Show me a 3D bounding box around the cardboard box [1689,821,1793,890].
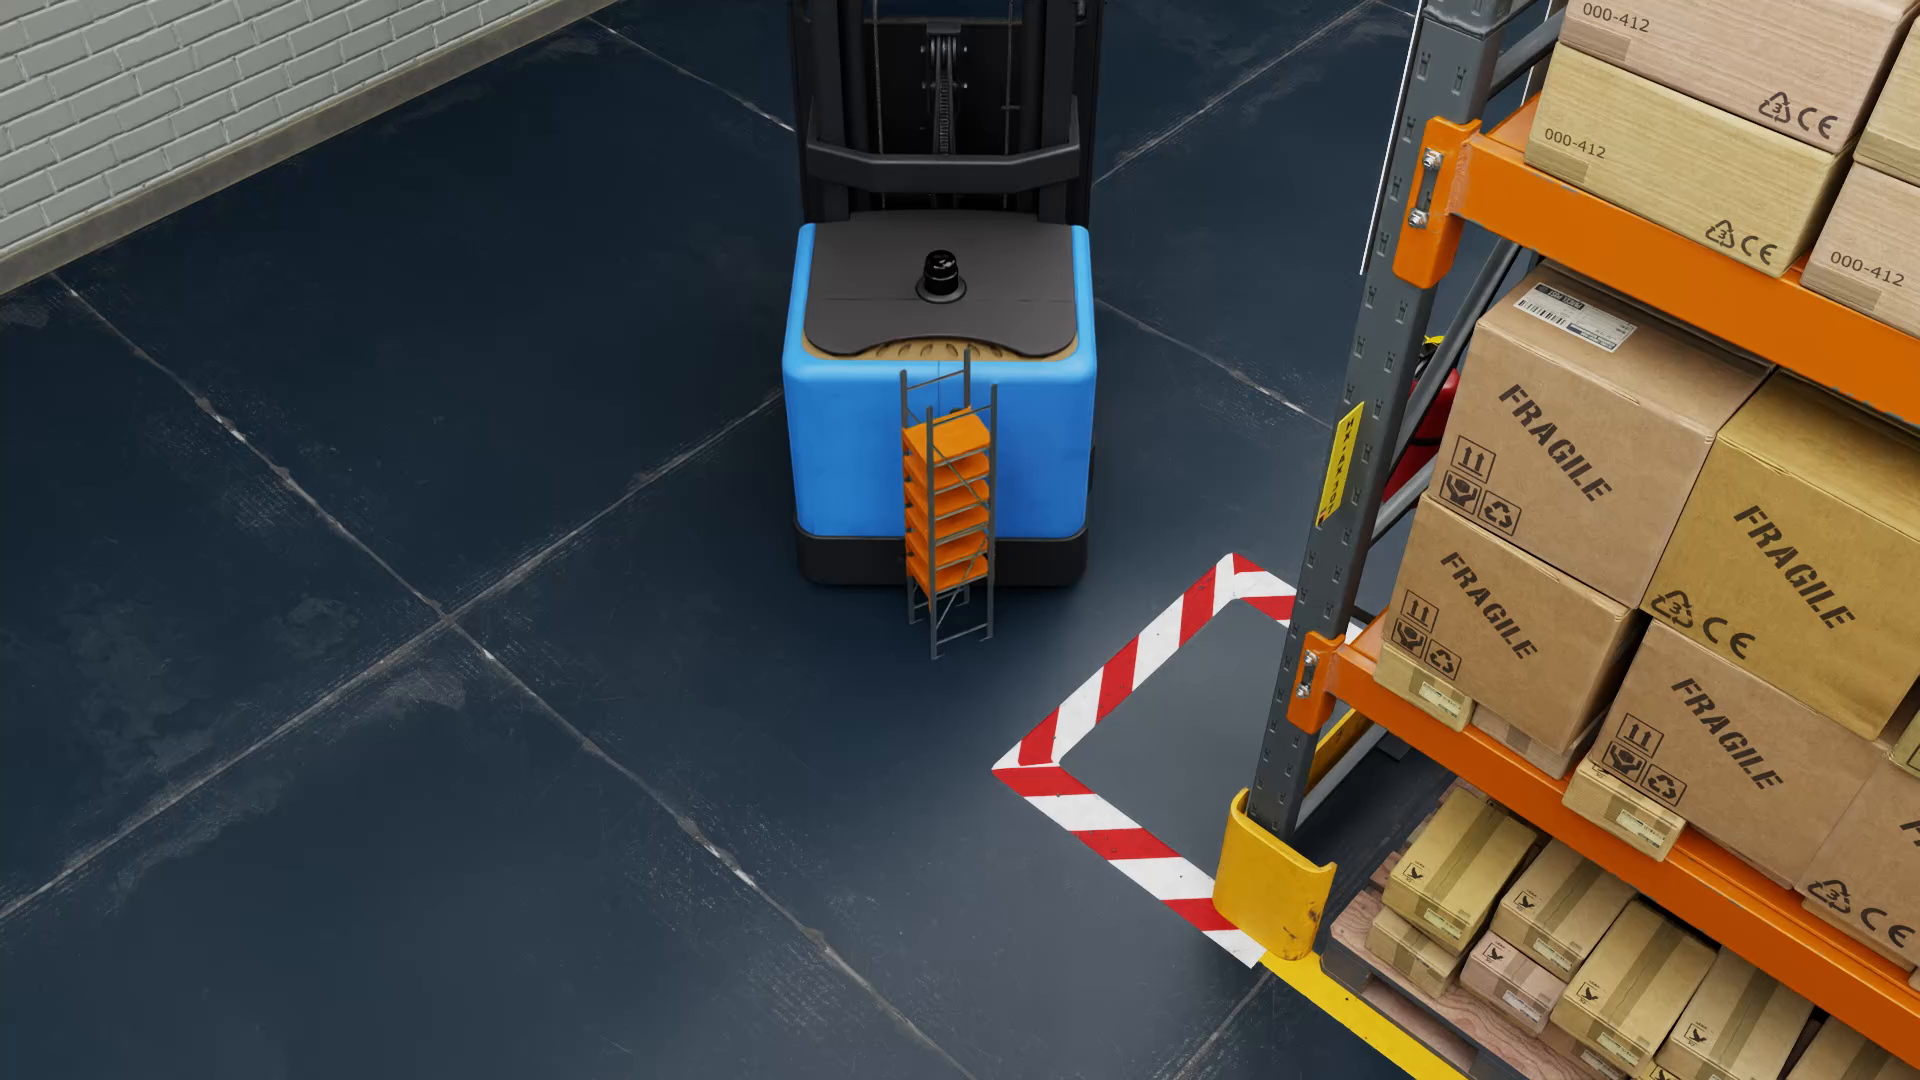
[{"bbox_3d":[1.902,0.578,3.822,0.380,0.149,0.250,-36,56,-29],"label":"cardboard box"}]

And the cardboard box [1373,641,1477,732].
[{"bbox_3d":[1.242,0.258,4.123,0.250,0.149,0.380,34,55,27],"label":"cardboard box"}]

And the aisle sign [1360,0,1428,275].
[{"bbox_3d":[0.970,-0.929,3.282,0.004,0.787,0.394,34,55,28],"label":"aisle sign"}]

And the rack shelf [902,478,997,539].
[{"bbox_3d":[-0.034,-0.137,5.451,0.258,0.103,0.180,-20,50,-18],"label":"rack shelf"}]

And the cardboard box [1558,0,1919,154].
[{"bbox_3d":[1.380,-0.949,2.786,0.500,0.250,0.500,35,56,28],"label":"cardboard box"}]

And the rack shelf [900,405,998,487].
[{"bbox_3d":[-0.035,-0.301,5.276,0.258,0.103,0.180,-20,50,-18],"label":"rack shelf"}]

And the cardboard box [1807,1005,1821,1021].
[{"bbox_3d":[2.319,1.119,4.606,0.250,0.149,0.380,33,55,27],"label":"cardboard box"}]

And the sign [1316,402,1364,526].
[{"bbox_3d":[0.859,-0.169,3.758,0.005,0.325,0.100,34,55,28],"label":"sign"}]

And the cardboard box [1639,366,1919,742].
[{"bbox_3d":[1.752,-0.032,3.264,0.500,0.500,0.500,36,56,29],"label":"cardboard box"}]

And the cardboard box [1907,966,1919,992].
[{"bbox_3d":[2.247,0.862,3.555,0.250,0.149,0.380,33,55,27],"label":"cardboard box"}]

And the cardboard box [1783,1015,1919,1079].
[{"bbox_3d":[2.200,1.391,4.146,0.250,0.149,0.380,36,56,29],"label":"cardboard box"}]

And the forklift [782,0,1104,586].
[{"bbox_3d":[-0.048,-1.895,6.019,1.130,2.935,3.031,1,47,1],"label":"forklift"}]

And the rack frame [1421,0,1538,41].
[{"bbox_3d":[1.227,-2.217,2.159,0.127,3.000,1.000,34,55,28],"label":"rack frame"}]

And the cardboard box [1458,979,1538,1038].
[{"bbox_3d":[1.643,1.184,4.748,0.250,0.149,0.380,34,55,28],"label":"cardboard box"}]

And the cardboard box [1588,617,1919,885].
[{"bbox_3d":[1.780,0.321,3.618,0.500,0.500,0.500,34,55,28],"label":"cardboard box"}]

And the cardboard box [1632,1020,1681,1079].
[{"bbox_3d":[1.955,1.387,4.353,0.250,0.149,0.380,36,56,29],"label":"cardboard box"}]

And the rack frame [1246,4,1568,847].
[{"bbox_3d":[1.227,-0.164,4.346,0.127,3.000,1.000,34,55,28],"label":"rack frame"}]

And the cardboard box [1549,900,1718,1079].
[{"bbox_3d":[1.764,1.171,4.353,0.250,0.149,0.380,34,55,28],"label":"cardboard box"}]

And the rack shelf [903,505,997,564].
[{"bbox_3d":[-0.034,-0.055,5.538,0.258,0.103,0.180,-20,50,-18],"label":"rack shelf"}]

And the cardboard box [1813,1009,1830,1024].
[{"bbox_3d":[2.569,1.274,4.664,0.250,0.149,0.380,32,54,26],"label":"cardboard box"}]

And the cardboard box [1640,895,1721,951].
[{"bbox_3d":[2.148,1.066,4.859,0.250,0.149,0.380,34,55,28],"label":"cardboard box"}]

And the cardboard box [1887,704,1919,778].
[{"bbox_3d":[2.119,0.237,3.011,0.500,0.500,0.500,33,55,27],"label":"cardboard box"}]

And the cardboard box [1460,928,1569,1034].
[{"bbox_3d":[1.601,1.129,4.596,0.250,0.149,0.380,34,55,28],"label":"cardboard box"}]

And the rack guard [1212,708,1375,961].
[{"bbox_3d":[1.283,0.729,5.222,0.348,0.500,1.175,34,55,28],"label":"rack guard"}]

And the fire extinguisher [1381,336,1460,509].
[{"bbox_3d":[1.355,-0.382,4.859,0.183,0.674,0.296,34,55,28],"label":"fire extinguisher"}]

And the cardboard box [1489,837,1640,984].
[{"bbox_3d":[1.666,0.978,4.534,0.250,0.149,0.380,35,56,28],"label":"cardboard box"}]

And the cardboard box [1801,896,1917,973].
[{"bbox_3d":[2.085,0.725,3.684,0.250,0.149,0.380,33,55,27],"label":"cardboard box"}]

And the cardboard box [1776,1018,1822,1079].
[{"bbox_3d":[2.215,1.468,4.278,0.250,0.149,0.380,31,54,26],"label":"cardboard box"}]

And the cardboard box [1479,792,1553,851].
[{"bbox_3d":[1.755,0.817,5.093,0.250,0.149,0.380,35,56,28],"label":"cardboard box"}]

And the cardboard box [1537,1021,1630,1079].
[{"bbox_3d":[1.830,1.303,4.636,0.250,0.149,0.380,35,56,28],"label":"cardboard box"}]

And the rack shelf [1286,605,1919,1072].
[{"bbox_3d":[2.696,1.071,3.680,4.000,0.370,1.077,34,55,28],"label":"rack shelf"}]

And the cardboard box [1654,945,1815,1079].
[{"bbox_3d":[2.002,1.249,4.279,0.250,0.149,0.380,31,54,26],"label":"cardboard box"}]

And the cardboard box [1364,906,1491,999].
[{"bbox_3d":[1.395,1.099,4.828,0.250,0.149,0.380,35,56,28],"label":"cardboard box"}]

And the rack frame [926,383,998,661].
[{"bbox_3d":[0.007,-0.025,5.450,0.240,1.200,0.006,-20,50,-18],"label":"rack frame"}]

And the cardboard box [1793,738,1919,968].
[{"bbox_3d":[2.131,0.570,3.385,0.500,0.500,0.500,35,56,28],"label":"cardboard box"}]

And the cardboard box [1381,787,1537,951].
[{"bbox_3d":[1.381,0.906,4.601,0.250,0.149,0.380,32,54,26],"label":"cardboard box"}]

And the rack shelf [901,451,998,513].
[{"bbox_3d":[-0.035,-0.219,5.363,0.258,0.103,0.180,-20,50,-18],"label":"rack shelf"}]

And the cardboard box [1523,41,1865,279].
[{"bbox_3d":[1.383,-0.780,2.970,0.500,0.250,0.500,36,56,29],"label":"cardboard box"}]

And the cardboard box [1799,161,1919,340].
[{"bbox_3d":[1.767,-0.518,2.724,0.500,0.250,0.500,36,56,29],"label":"cardboard box"}]

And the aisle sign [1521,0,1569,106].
[{"bbox_3d":[1.377,-1.251,3.583,0.004,0.787,0.394,34,55,28],"label":"aisle sign"}]

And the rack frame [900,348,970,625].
[{"bbox_3d":[-0.075,-0.145,5.562,0.240,1.200,0.006,-20,50,-18],"label":"rack frame"}]

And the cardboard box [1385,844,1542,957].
[{"bbox_3d":[1.438,0.963,4.752,0.380,0.149,0.250,-36,56,-29],"label":"cardboard box"}]

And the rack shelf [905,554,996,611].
[{"bbox_3d":[-0.034,0.109,5.714,0.258,0.103,0.180,-20,50,-18],"label":"rack shelf"}]

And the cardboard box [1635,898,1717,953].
[{"bbox_3d":[1.840,1.202,4.527,0.250,0.149,0.380,35,56,28],"label":"cardboard box"}]

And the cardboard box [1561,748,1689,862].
[{"bbox_3d":[1.619,0.523,3.873,0.250,0.149,0.380,32,55,27],"label":"cardboard box"}]

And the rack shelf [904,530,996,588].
[{"bbox_3d":[-0.034,0.027,5.626,0.258,0.103,0.180,-20,50,-18],"label":"rack shelf"}]

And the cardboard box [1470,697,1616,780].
[{"bbox_3d":[1.458,0.362,4.025,0.250,0.149,0.380,36,56,29],"label":"cardboard box"}]

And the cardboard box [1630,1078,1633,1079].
[{"bbox_3d":[1.943,1.489,4.462,0.250,0.149,0.380,35,56,28],"label":"cardboard box"}]

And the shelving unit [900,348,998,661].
[{"bbox_3d":[-0.034,-0.085,5.506,0.258,1.200,0.189,-20,50,-18],"label":"shelving unit"}]

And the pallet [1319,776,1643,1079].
[{"bbox_3d":[1.856,1.249,4.933,1.213,0.211,1.003,34,55,28],"label":"pallet"}]

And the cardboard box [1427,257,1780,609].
[{"bbox_3d":[1.377,-0.278,3.495,0.500,0.500,0.500,34,55,27],"label":"cardboard box"}]

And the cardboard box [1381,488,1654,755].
[{"bbox_3d":[1.369,0.070,3.854,0.500,0.500,0.500,-36,56,-29],"label":"cardboard box"}]

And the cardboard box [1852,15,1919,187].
[{"bbox_3d":[1.757,-0.697,2.549,0.500,0.250,0.500,33,55,27],"label":"cardboard box"}]

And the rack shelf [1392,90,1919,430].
[{"bbox_3d":[2.696,0.045,2.587,4.000,0.370,1.077,34,55,28],"label":"rack shelf"}]
